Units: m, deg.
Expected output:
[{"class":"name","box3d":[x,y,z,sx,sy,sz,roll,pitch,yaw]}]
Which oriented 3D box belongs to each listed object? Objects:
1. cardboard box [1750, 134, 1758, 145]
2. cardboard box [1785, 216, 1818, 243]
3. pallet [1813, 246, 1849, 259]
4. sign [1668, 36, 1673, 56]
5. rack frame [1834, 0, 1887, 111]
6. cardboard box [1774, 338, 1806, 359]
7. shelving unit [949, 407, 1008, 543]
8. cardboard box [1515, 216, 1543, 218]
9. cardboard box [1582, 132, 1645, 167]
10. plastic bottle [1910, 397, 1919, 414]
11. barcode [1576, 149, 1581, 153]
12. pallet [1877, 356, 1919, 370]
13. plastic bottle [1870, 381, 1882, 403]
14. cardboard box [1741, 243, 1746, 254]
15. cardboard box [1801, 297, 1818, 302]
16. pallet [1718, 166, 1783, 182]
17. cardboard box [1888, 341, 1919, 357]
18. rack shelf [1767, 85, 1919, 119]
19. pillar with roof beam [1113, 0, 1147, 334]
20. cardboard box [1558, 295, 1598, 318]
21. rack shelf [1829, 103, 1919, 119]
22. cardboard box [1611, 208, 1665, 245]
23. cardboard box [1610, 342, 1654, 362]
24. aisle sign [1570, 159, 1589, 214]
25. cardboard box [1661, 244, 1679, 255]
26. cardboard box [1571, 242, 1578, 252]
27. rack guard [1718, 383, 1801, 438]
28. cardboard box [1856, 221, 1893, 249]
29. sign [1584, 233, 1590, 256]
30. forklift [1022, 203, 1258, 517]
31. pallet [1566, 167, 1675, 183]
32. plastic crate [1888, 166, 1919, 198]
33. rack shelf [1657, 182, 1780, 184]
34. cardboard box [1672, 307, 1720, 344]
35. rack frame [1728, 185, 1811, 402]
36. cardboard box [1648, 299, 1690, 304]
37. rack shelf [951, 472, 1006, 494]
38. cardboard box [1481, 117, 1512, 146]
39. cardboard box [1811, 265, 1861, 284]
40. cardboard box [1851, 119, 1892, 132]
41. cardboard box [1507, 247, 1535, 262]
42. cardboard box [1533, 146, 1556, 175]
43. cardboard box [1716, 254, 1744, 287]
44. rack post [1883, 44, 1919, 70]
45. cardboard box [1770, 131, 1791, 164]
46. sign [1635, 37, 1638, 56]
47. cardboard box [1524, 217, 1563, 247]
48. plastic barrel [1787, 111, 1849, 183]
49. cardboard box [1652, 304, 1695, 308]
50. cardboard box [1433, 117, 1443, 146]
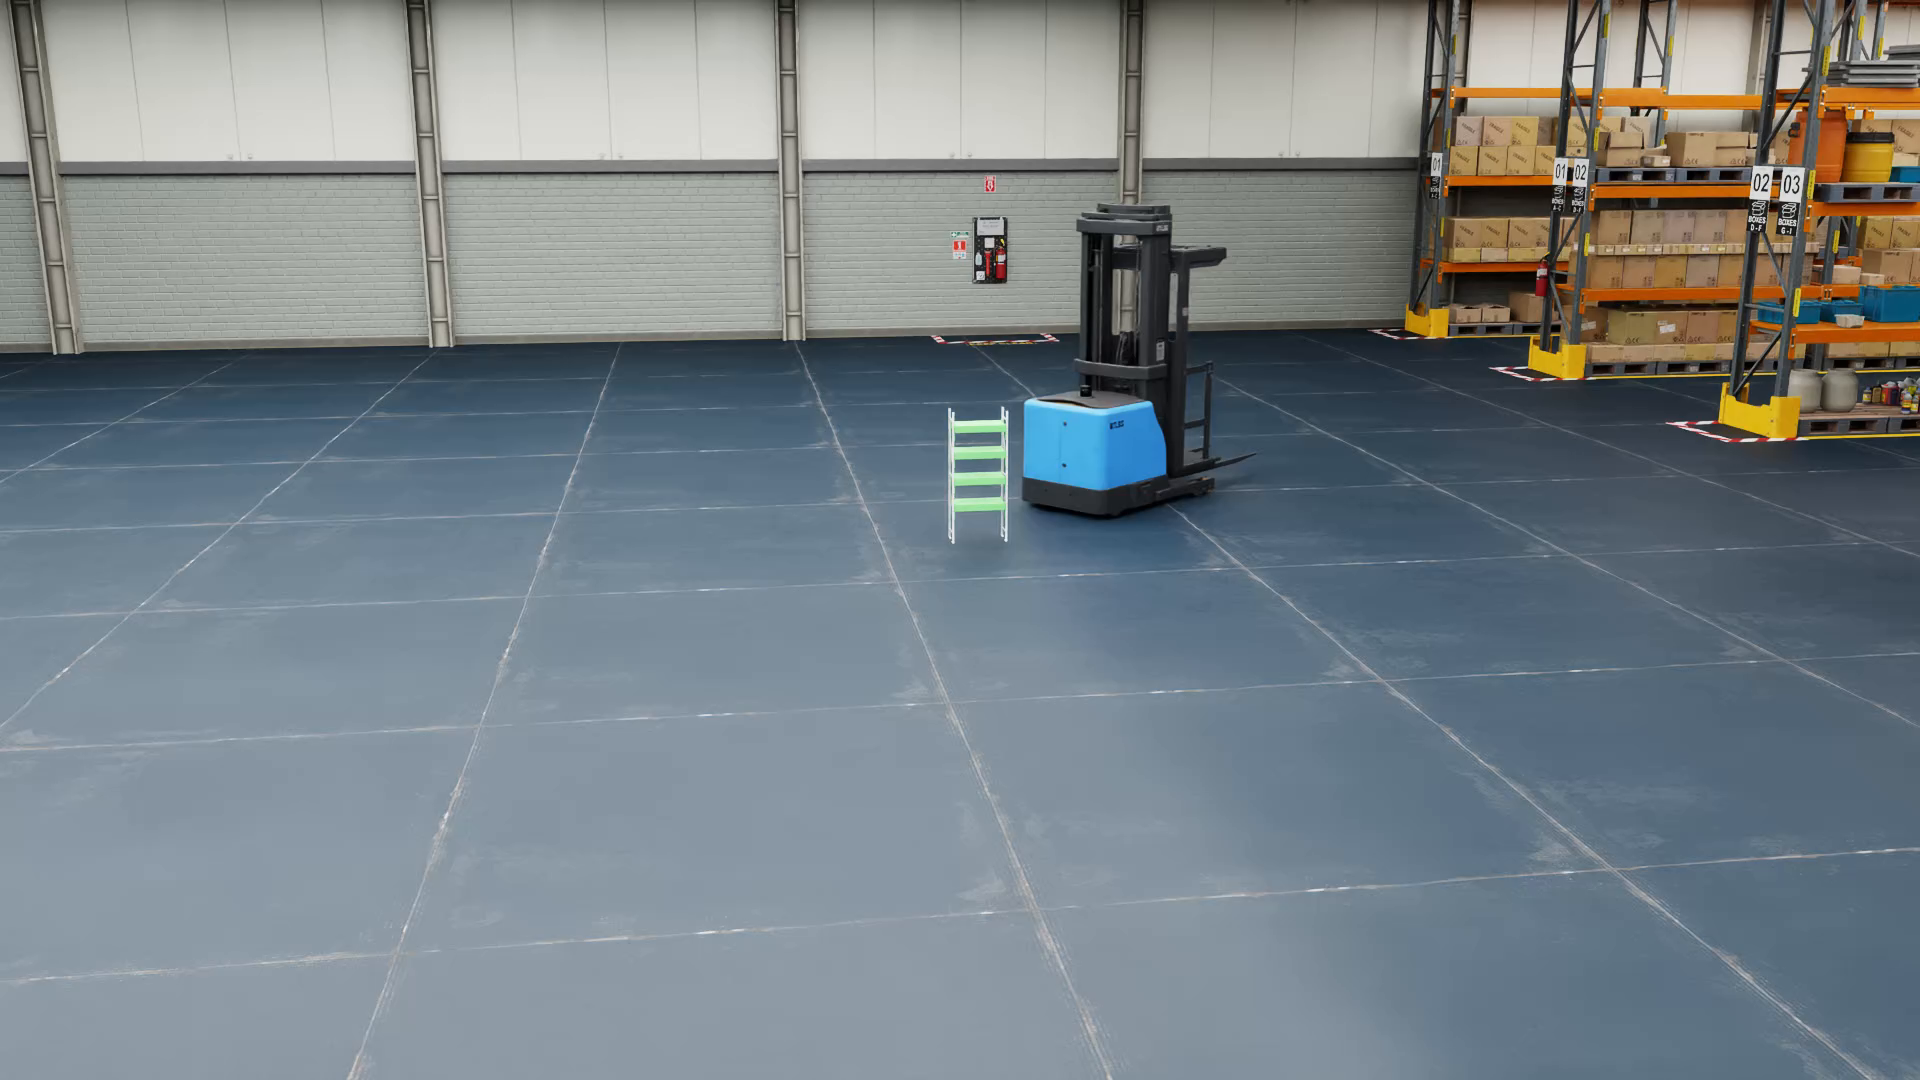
[{"class":"cardboard box","box3d":[14.102,-7.097,30.120,0.500,0.500,0.500,-3,14,-10]},{"class":"cardboard box","box3d":[12.634,-4.814,25.377,0.500,0.500,0.700,-2,14,-8]},{"class":"pallet","box3d":[15.596,-5.345,30.764,1.003,0.211,1.213,-2,14,-8]},{"class":"sign","box3d":[12.393,-8.615,28.991,0.005,0.325,0.100,-2,14,-8]},{"class":"rack frame","box3d":[16.285,-8.400,30.216,0.127,3.000,1.000,-2,14,-8]},{"class":"cardboard box","box3d":[12.646,-2.954,25.624,0.500,0.250,0.500,-2,14,-8]},{"class":"shelving unit","box3d":[0.164,-0.588,15.100,0.503,1.200,0.258,-2,14,-8]},{"class":"cardboard box","box3d":[10.317,-5.623,30.201,0.500,0.500,0.500,-2,14,-8]},{"class":"cardboard box","box3d":[9.685,-5.805,24.672,0.637,0.503,0.797,-1,14,-4]},{"class":"plastic bottle","box3d":[11.792,-1.667,20.552,0.097,0.201,0.097,0,14,0]},{"class":"barcode","box3d":[9.343,-5.872,25.109,0.075,0.075,0.001,-2,14,-8]},{"class":"pallet","box3d":[15.003,-2.882,26.279,1.213,0.211,1.003,-2,14,-8]},{"class":"plastic bottle","box3d":[11.714,-1.893,21.284,0.133,0.283,0.061,-2,14,-7]},{"class":"cardboard box","box3d":[11.828,-4.419,25.136,0.250,0.149,0.380,-2,14,-9]},{"class":"cardboard box","box3d":[15.581,-4.452,31.042,0.500,0.500,0.700,-2,14,-8]},{"class":"pallet","box3d":[12.232,-5.528,25.115,1.213,0.211,1.003,-2,14,-8]},{"class":"cardboard box","box3d":[14.525,-3.016,25.871,0.500,0.250,0.500,-3,14,-10]},{"class":"rack shelf","box3d":[11.828,-5.256,19.983,4.000,0.370,1.077,-2,14,-8]},{"class":"pillar with roof beam","box3d":[3.646,-7.090,24.994,0.400,9.000,9.100,-2,14,-8]},{"class":"cardboard box","box3d":[11.310,-4.299,30.430,0.500,0.500,0.500,-3,14,-13]},{"class":"rack shelf","box3d":[15.049,-6.593,25.312,4.000,0.370,1.077,-2,14,-8]},{"class":"cardboard box","box3d":[10.151,-4.722,25.013,0.500,0.500,0.700,-2,14,-10]},{"class":"cardboard box","box3d":[10.174,-2.863,25.262,0.500,0.250,0.500,-2,14,-8]},{"class":"aisle sign","box3d":[9.097,-5.193,24.419,0.004,0.787,0.394,-2,14,-8]},{"class":"cardboard box","box3d":[10.557,-4.372,24.949,0.250,0.149,0.380,-3,14,-10]},{"class":"cardboard box","box3d":[9.466,-4.431,25.186,0.250,0.149,0.380,-2,14,-9]},{"class":"rack guard","box3d":[9.919,-1.618,20.647,0.348,0.500,1.175,-2,14,-8]},{"class":"cardboard box","box3d":[16.804,-5.648,30.719,0.500,0.500,0.500,-2,14,-7]},{"class":"sign","box3d":[9.193,-4.333,24.391,0.005,0.325,0.100,-2,14,-8]},{"class":"forklift","box3d":[1.979,-1.939,16.929,1.130,2.935,3.031,13,19,41]},{"class":"pallet","box3d":[9.819,-5.440,24.762,1.213,0.211,1.003,-2,14,-8]},{"class":"plastic crate","box3d":[11.691,-4.406,20.489,0.575,0.384,0.392,-2,14,-8]},{"class":"rack shelf","box3d":[14.308,-6.523,30.379,4.000,0.370,1.077,-2,14,-8]},{"class":"cardboard box","box3d":[11.163,-3.262,25.309,0.500,0.500,0.500,-2,14,-8]},{"class":"rack frame","box3d":[9.850,-2.817,20.287,0.127,3.000,1.000,-2,14,-8]},{"class":"cardboard box","box3d":[13.055,-4.376,30.740,0.500,0.500,0.700,-2,14,-6]},{"class":"rack shelf","box3d":[0.164,-0.526,15.115,0.480,0.148,0.258,-2,14,-8]},{"class":"cardboard box","box3d":[9.295,-7.160,29.135,0.500,0.500,0.500,-2,14,-9]},{"class":"cardboard box","box3d":[13.552,-4.109,25.748,0.500,0.250,0.500,-1,14,-5]},{"class":"cardboard box","box3d":[13.687,-6.116,25.179,0.500,0.500,0.500,-2,14,-8]},{"class":"cardboard box","box3d":[9.920,-5.117,29.728,0.500,0.250,0.500,-2,14,-9]},{"class":"cardboard box","box3d":[10.318,-6.720,29.439,0.500,0.500,0.500,-1,14,-5]},{"class":"cardboard box","box3d":[11.617,-4.146,25.383,0.500,0.500,0.700,-2,14,-7]},{"class":"rack post","box3d":[11.762,-5.768,19.877,0.954,0.300,0.937,-2,14,-9]},{"class":"cardboard box","box3d":[12.534,-5.974,25.352,0.500,0.500,0.500,-1,14,-4]},{"class":"sign","box3d":[12.242,-8.918,30.036,0.005,0.325,0.100,-2,14,-8]},{"class":"cardboard box","box3d":[10.402,-5.500,29.711,0.500,0.500,0.500,-2,14,-7]},{"class":"plastic barrel","box3d":[10.312,-4.732,20.011,0.708,0.830,0.600,-2,14,-8]},{"class":"cardboard box","box3d":[11.083,-3.391,25.823,0.500,0.500,0.500,-2,14,-8]},{"class":"cardboard box","box3d":[8.762,-7.276,29.601,0.500,0.500,0.500,-1,14,-6]}]
